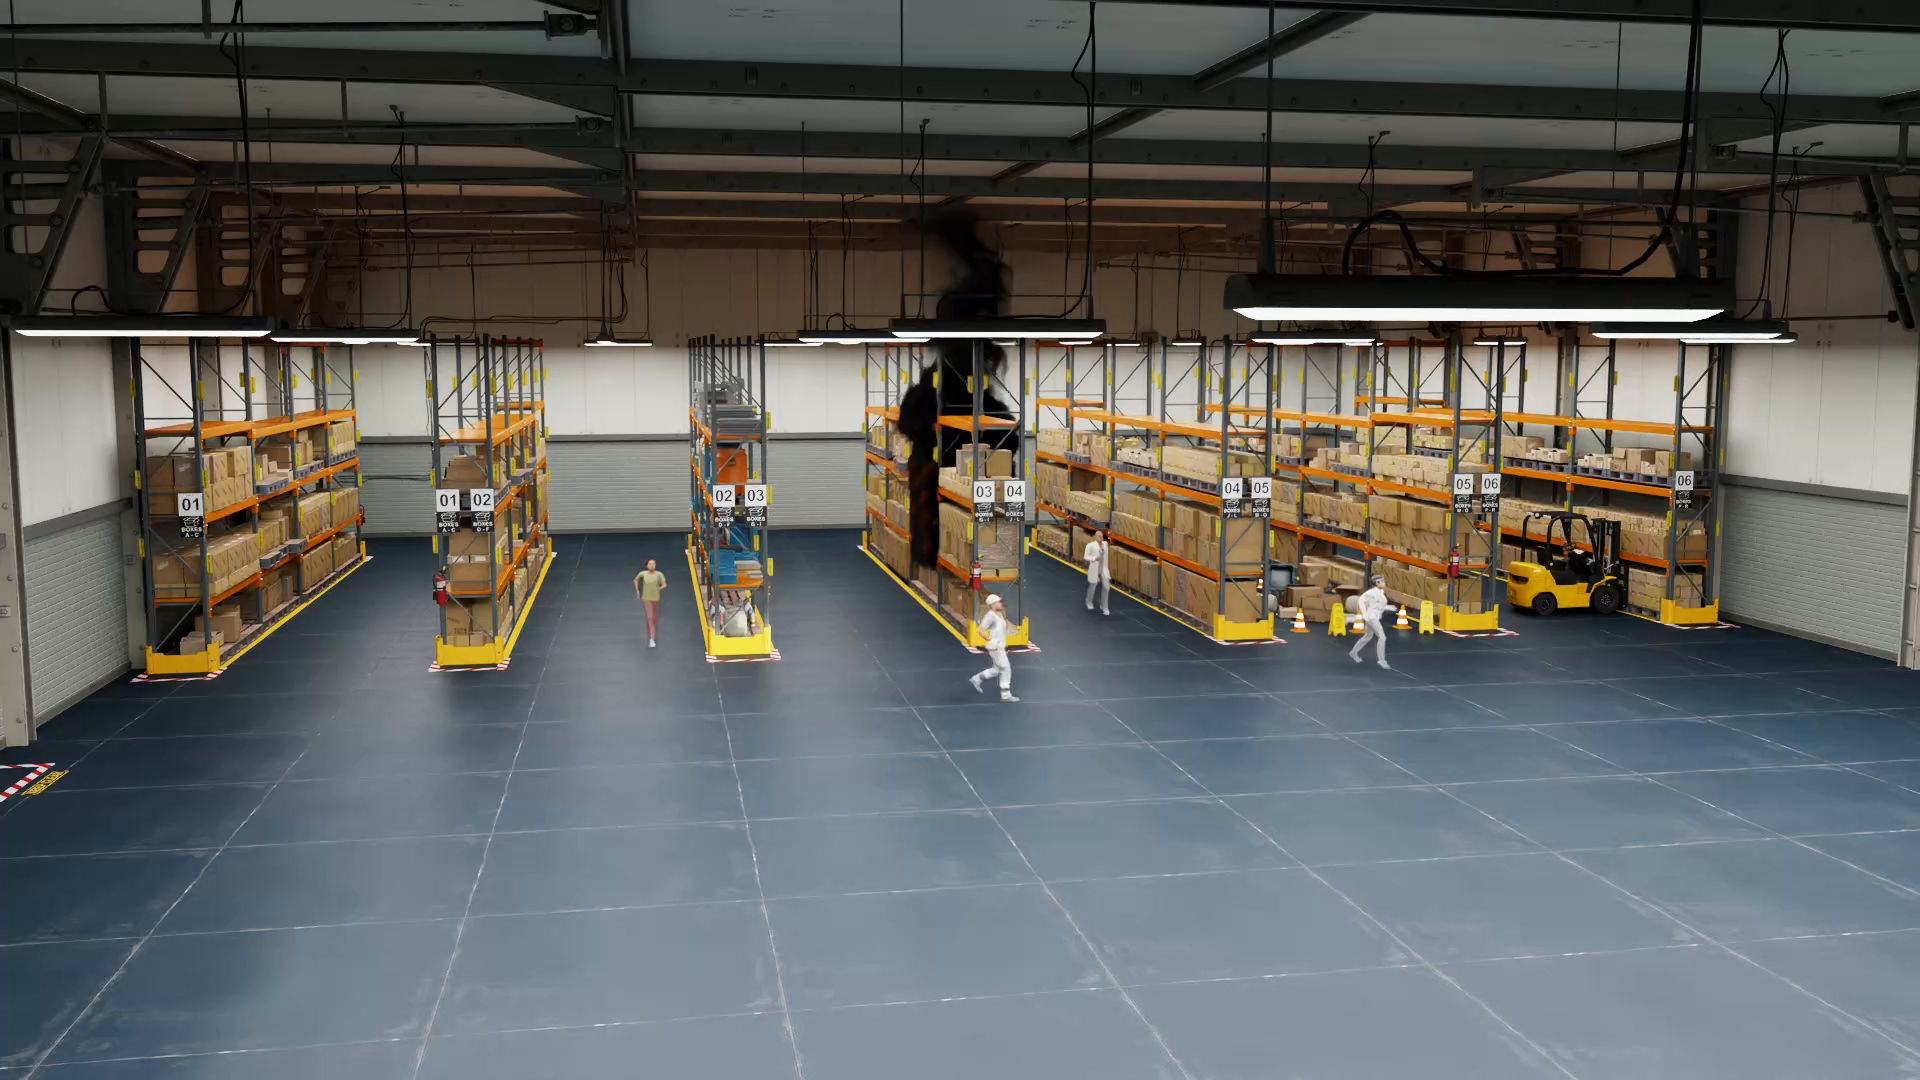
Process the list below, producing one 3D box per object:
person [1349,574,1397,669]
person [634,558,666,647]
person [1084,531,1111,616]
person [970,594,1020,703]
[{"bbox_3d":[7.456,1.462,30.079,0.870,1.728,0.541,4,8,30],"label":"person"},{"bbox_3d":[-5.983,1.178,32.268,0.578,1.680,0.882,-3,7,-24],"label":"person"},{"bbox_3d":[2.980,0.701,36.172,0.643,1.835,0.936,-2,7,-14],"label":"person"},{"bbox_3d":[0.576,1.759,27.027,0.829,1.760,0.669,2,7,15],"label":"person"}]
